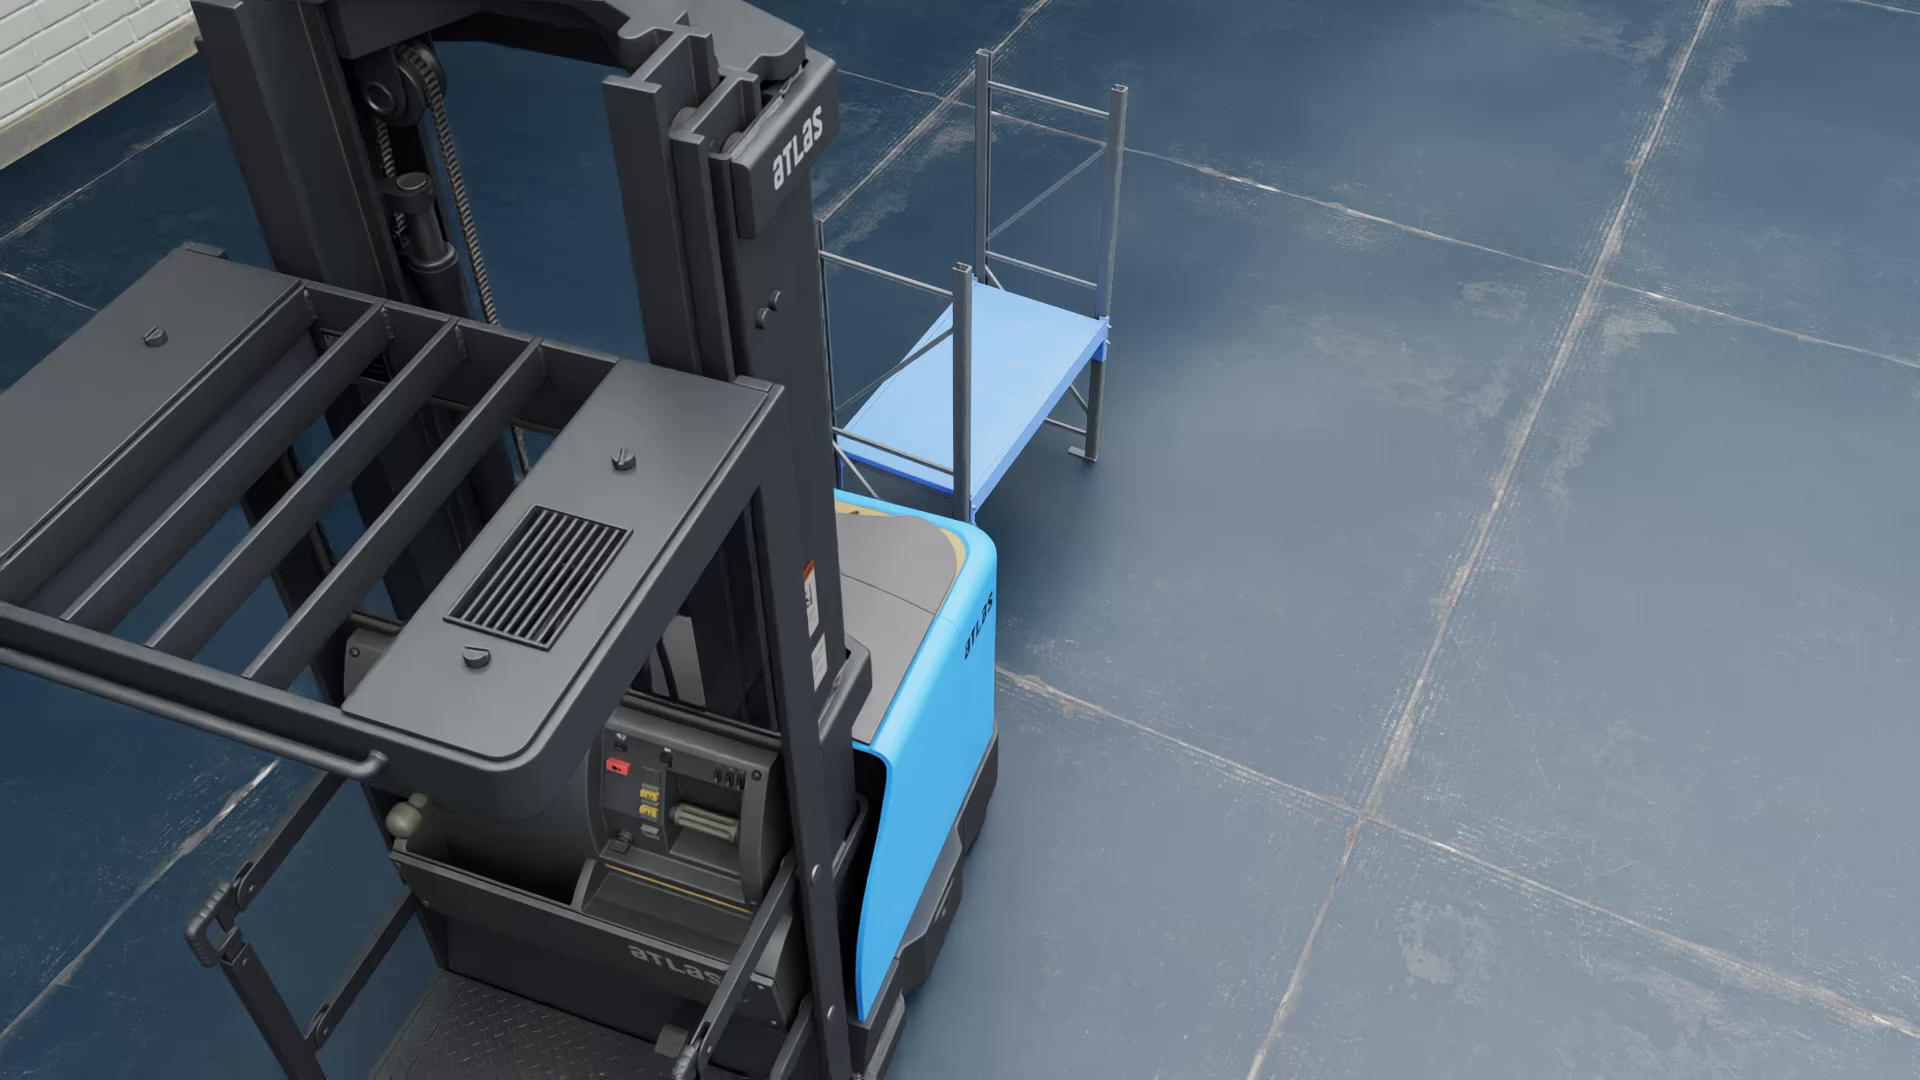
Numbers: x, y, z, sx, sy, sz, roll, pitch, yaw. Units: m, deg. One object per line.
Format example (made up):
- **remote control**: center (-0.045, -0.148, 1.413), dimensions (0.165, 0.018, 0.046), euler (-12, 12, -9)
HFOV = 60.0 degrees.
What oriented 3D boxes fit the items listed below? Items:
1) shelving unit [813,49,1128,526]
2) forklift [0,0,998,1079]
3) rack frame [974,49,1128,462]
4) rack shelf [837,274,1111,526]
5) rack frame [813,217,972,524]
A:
- **shelving unit**: center (0.040, -0.581, 5.270), dimensions (0.538, 1.500, 1.048), euler (20, 49, 19)
- **forklift**: center (-0.873, 0.564, 3.132), dimensions (1.130, 2.935, 3.031), euler (15, 47, 14)
- **rack frame**: center (0.276, -0.901, 5.586), dimensions (0.500, 1.500, 0.032), euler (20, 49, 19)
- **rack shelf**: center (0.040, -0.455, 5.398), dimensions (0.538, 0.185, 1.000), euler (20, 49, 19)
- **rack frame**: center (-0.196, -0.261, 4.953), dimensions (0.500, 1.500, 0.032), euler (20, 49, 19)
